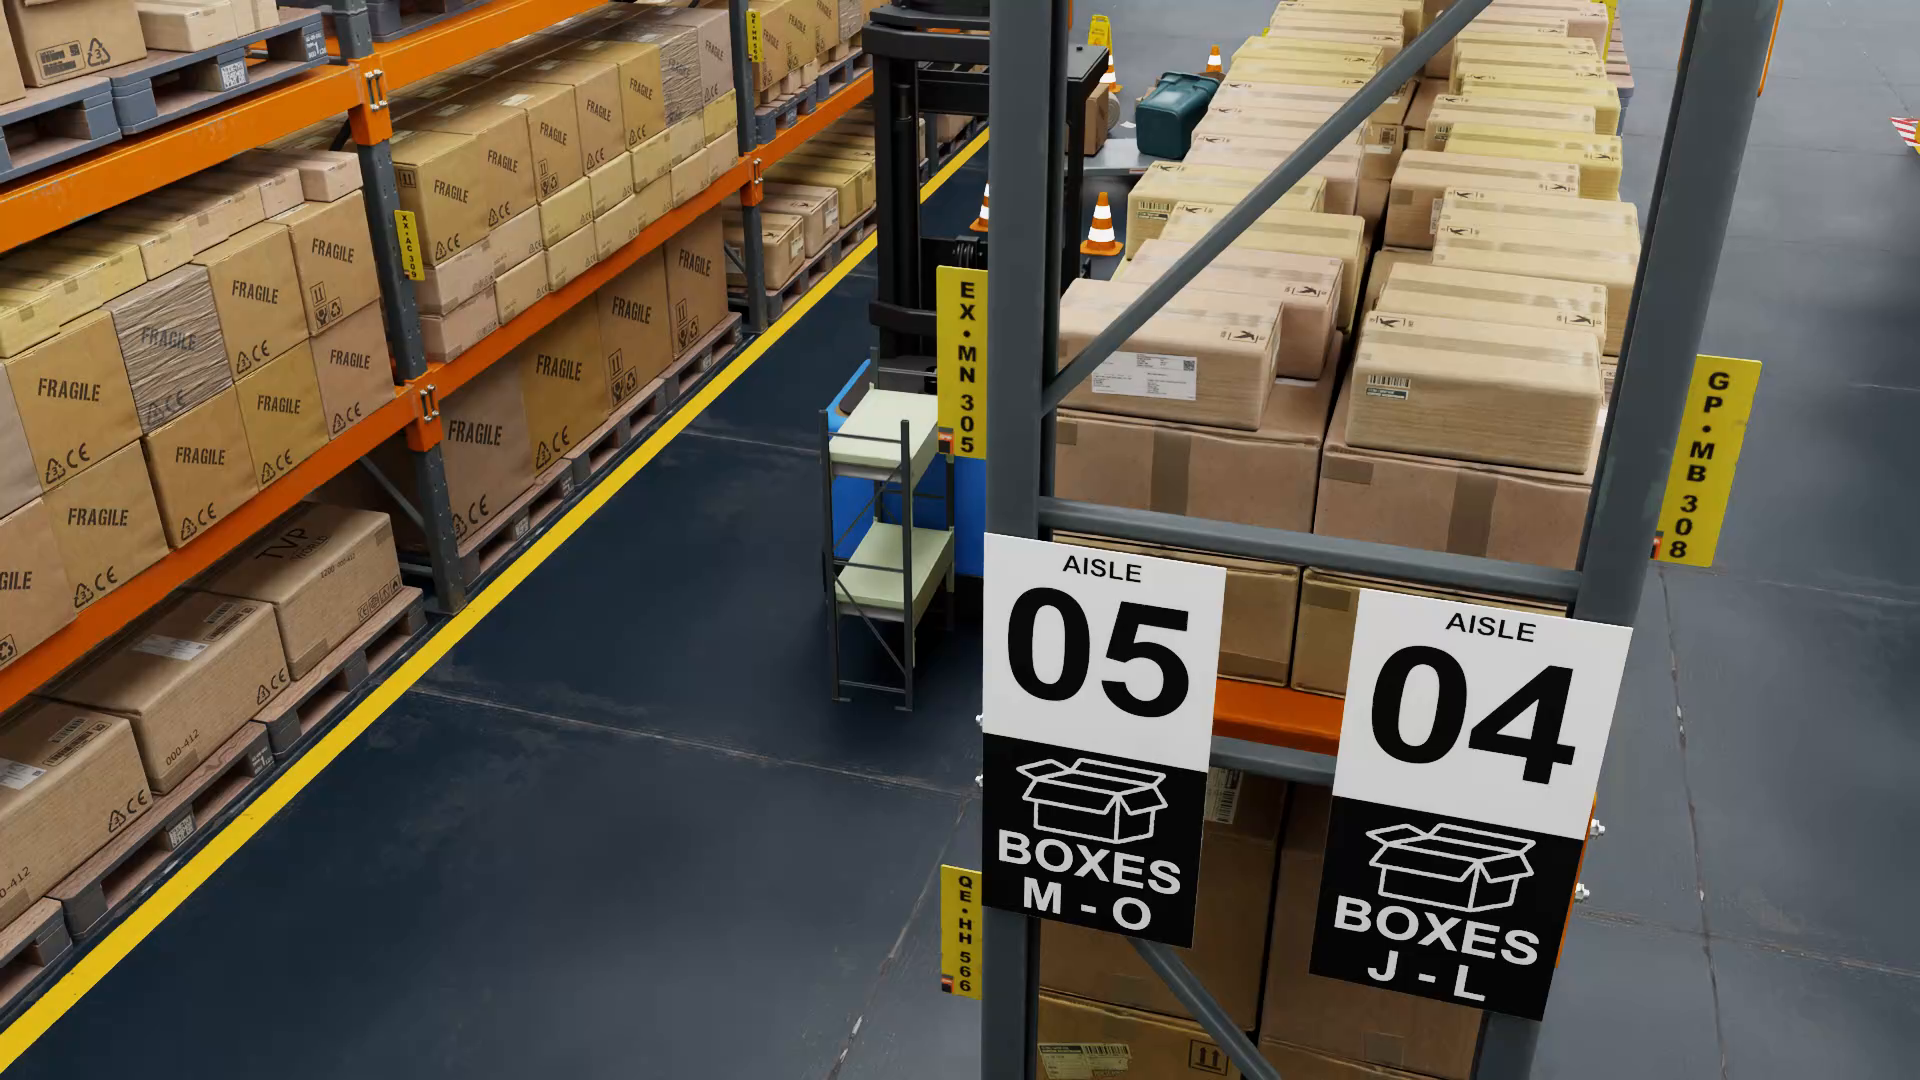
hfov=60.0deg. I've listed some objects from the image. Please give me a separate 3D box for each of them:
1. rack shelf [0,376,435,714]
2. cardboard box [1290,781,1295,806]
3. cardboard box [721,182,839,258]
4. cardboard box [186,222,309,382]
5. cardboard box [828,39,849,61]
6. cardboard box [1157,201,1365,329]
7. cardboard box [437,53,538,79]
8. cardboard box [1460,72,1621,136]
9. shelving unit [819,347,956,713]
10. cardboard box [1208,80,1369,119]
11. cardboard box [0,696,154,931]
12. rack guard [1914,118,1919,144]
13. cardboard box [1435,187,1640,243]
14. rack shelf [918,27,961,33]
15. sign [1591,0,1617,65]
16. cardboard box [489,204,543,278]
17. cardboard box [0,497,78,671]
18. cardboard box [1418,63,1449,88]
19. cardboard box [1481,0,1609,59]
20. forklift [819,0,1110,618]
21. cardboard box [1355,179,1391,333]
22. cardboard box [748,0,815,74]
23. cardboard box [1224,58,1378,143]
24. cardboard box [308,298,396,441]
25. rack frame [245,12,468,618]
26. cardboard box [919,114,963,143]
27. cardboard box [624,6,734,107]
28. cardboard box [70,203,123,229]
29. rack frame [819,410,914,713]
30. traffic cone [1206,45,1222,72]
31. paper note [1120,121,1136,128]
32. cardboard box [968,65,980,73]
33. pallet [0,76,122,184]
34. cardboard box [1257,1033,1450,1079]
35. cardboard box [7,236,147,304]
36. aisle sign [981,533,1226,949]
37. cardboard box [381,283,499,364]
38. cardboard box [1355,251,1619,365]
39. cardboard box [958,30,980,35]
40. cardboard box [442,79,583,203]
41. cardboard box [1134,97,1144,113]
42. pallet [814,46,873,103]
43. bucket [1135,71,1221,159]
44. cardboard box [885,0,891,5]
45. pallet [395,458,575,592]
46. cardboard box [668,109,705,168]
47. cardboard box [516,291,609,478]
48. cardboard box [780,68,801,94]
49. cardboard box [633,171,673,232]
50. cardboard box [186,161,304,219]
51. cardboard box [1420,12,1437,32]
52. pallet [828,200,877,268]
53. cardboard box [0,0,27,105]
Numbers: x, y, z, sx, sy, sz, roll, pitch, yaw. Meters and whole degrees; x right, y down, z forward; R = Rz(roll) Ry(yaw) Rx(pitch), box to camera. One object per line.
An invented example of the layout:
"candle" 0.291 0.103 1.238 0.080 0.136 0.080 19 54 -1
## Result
"rack shelf" -3.638 0.231 6.489 1.077 0.370 4.000 8 30 15
"cardboard box" 0.582 0.412 3.987 0.500 0.500 0.500 7 30 13
"cardboard box" -1.493 -2.512 12.951 0.950 0.372 0.625 8 30 14
"cardboard box" -3.083 -1.000 6.830 0.500 0.500 0.500 8 30 14
"cardboard box" -1.083 -3.814 12.847 0.380 0.149 0.250 9 30 16
"cardboard box" 0.594 -0.549 3.295 0.380 0.149 0.250 8 30 13
"cardboard box" -2.710 -2.454 9.444 0.500 0.500 0.500 9 30 16
"cardboard box" 1.470 -1.081 4.253 0.380 0.149 0.250 8 30 14
"shelving unit" -0.318 -0.048 7.794 0.431 1.500 0.755 7 30 13
"cardboard box" 0.826 -1.041 4.179 0.380 0.149 0.250 8 30 13
"cardboard box" -3.867 1.035 6.507 0.875 0.438 0.875 9 30 16
"rack guard" 9.922 -4.047 16.011 1.175 0.500 0.348 8 30 15
"cardboard box" 1.162 -0.595 3.378 0.380 0.149 0.250 9 30 16
"rack shelf" -0.116 -5.345 16.513 1.077 0.370 4.000 8 30 15
"sign" 2.231 -1.816 5.811 0.100 0.325 0.005 8 30 15
"cardboard box" -2.526 -1.576 8.637 0.500 0.250 0.500 9 30 16
"cardboard box" -3.522 0.148 5.796 0.500 0.500 0.500 8 30 15
"cardboard box" 1.654 -1.326 5.102 0.500 0.250 0.500 7 30 13
"cardboard box" 1.781 -1.563 5.118 0.380 0.149 0.250 8 30 15
"forklift" 0.160 -1.577 9.069 1.130 2.935 3.031 7 30 13
"cardboard box" 0.730 -0.684 3.948 0.500 0.250 0.500 9 30 16
"cardboard box" -1.378 -3.648 11.881 0.500 0.500 0.500 10 31 17
"cardboard box" 0.897 -1.163 4.399 0.380 0.149 0.250 8 30 13
"cardboard box" -2.943 -0.804 7.507 0.500 0.500 0.500 9 30 15
"rack frame" -3.051 -1.012 7.984 1.000 3.000 0.127 8 30 15
"cardboard box" -0.272 -3.948 15.658 0.500 0.250 0.500 7 30 13
"cardboard box" -1.779 -3.074 10.560 0.500 0.500 0.500 8 30 14
"cardboard box" -3.618 -1.314 6.728 0.380 0.149 0.250 8 30 15
"rack frame" -0.412 0.124 7.485 0.400 1.500 0.023 7 30 13
"traffic cone" 2.739 -5.096 17.935 0.336 0.463 0.334 8 30 15
"paper note" 1.704 -4.190 16.762 0.148 0.019 0.142 20 35 32
"cardboard box" -0.126 -4.526 15.925 0.500 0.500 0.500 10 31 17
"pallet" -3.661 -1.341 5.580 1.003 0.211 1.213 8 30 15
"cardboard box" 0.932 1.163 3.665 0.500 0.500 0.500 10 31 17
"cardboard box" -3.273 -1.003 6.169 0.380 0.149 0.250 8 30 14
"aisle sign" 0.228 0.361 2.842 0.394 0.787 0.004 8 30 15
"cardboard box" -2.670 -1.114 8.321 0.500 0.250 0.500 8 30 14
"cardboard box" 1.066 -0.368 3.380 0.500 0.250 0.500 8 30 14
"cardboard box" -0.029 -4.848 15.836 0.380 0.149 0.250 10 31 17
"cardboard box" -2.375 -2.130 8.861 0.500 0.500 0.500 8 30 14
"cardboard box" 2.017 -4.446 17.090 0.250 0.149 0.380 -24 37 -37
"pallet" -1.335 -3.713 13.037 1.003 0.211 1.213 8 30 15
"bucket" 1.895 -3.697 14.614 0.726 0.611 0.620 20 45 32
"cardboard box" -0.764 -4.609 13.610 0.500 0.500 0.500 9 30 15
"pallet" -2.897 -0.163 9.326 1.003 0.211 1.213 8 30 15
"cardboard box" -1.923 -2.524 10.342 0.500 0.250 0.500 8 30 14
"cardboard box" -2.688 -0.988 9.694 0.875 0.875 0.875 9 30 16
"cardboard box" -1.365 -3.317 11.953 0.380 0.149 0.250 7 30 12
"cardboard box" -2.076 -2.062 10.026 0.500 0.250 0.500 8 30 14
"cardboard box" -3.019 -1.481 7.028 0.380 0.149 0.250 9 30 16
"cardboard box" 1.340 -1.627 5.644 0.500 0.250 0.500 9 30 17
"pallet" -1.286 -2.581 13.672 1.003 0.211 1.213 8 30 15
"cardboard box" -3.490 -1.651 5.409 0.500 0.500 0.500 9 30 16
